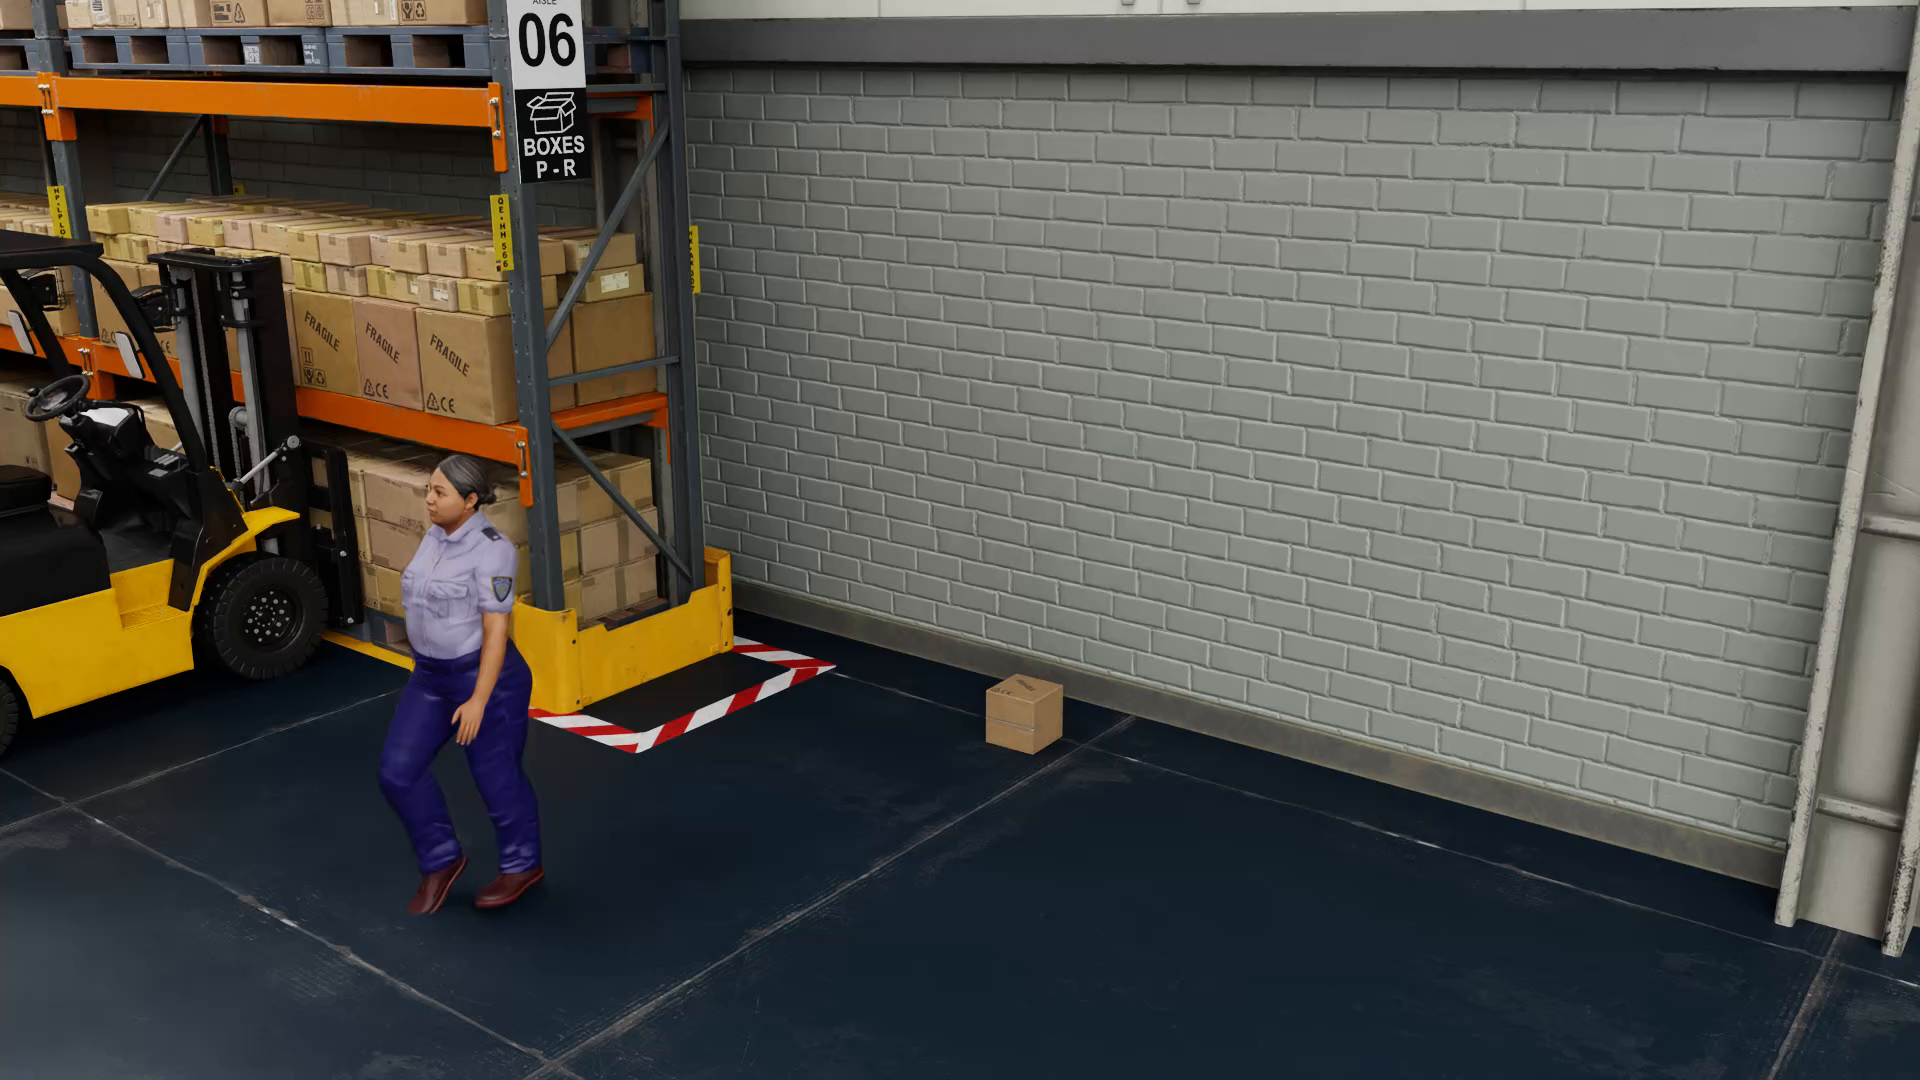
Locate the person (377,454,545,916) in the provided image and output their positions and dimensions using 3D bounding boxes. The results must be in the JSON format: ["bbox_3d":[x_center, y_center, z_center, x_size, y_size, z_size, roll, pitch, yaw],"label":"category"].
[{"bbox_3d":[-1.734,0.546,5.780,0.480,1.707,0.481,12,20,35],"label":"person"}]
